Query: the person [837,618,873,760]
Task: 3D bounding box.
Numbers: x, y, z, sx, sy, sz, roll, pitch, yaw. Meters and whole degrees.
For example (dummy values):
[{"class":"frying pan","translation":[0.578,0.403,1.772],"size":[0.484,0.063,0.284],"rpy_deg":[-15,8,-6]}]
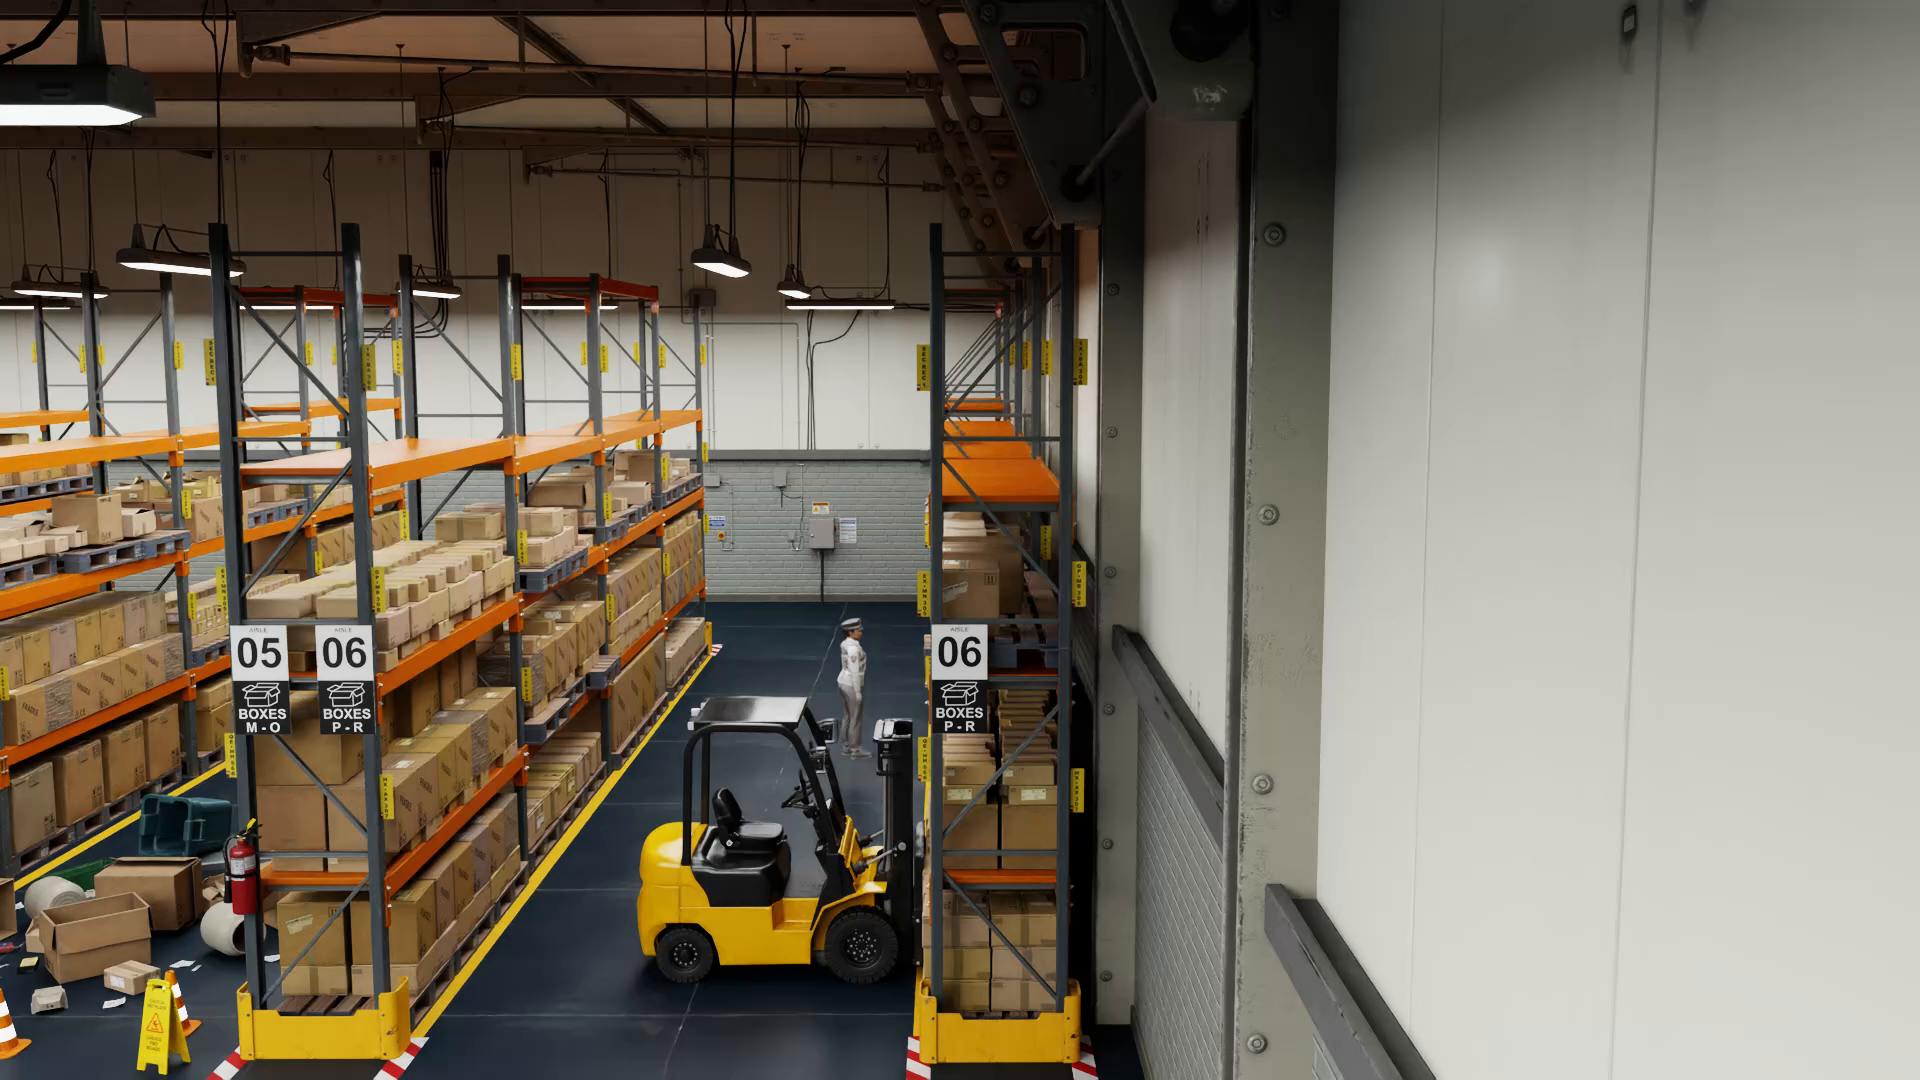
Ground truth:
[{"class":"person","translation":[-1.246,1.753,19.669],"size":[0.386,1.682,0.531],"rpy_deg":[-2,7,-18]}]
